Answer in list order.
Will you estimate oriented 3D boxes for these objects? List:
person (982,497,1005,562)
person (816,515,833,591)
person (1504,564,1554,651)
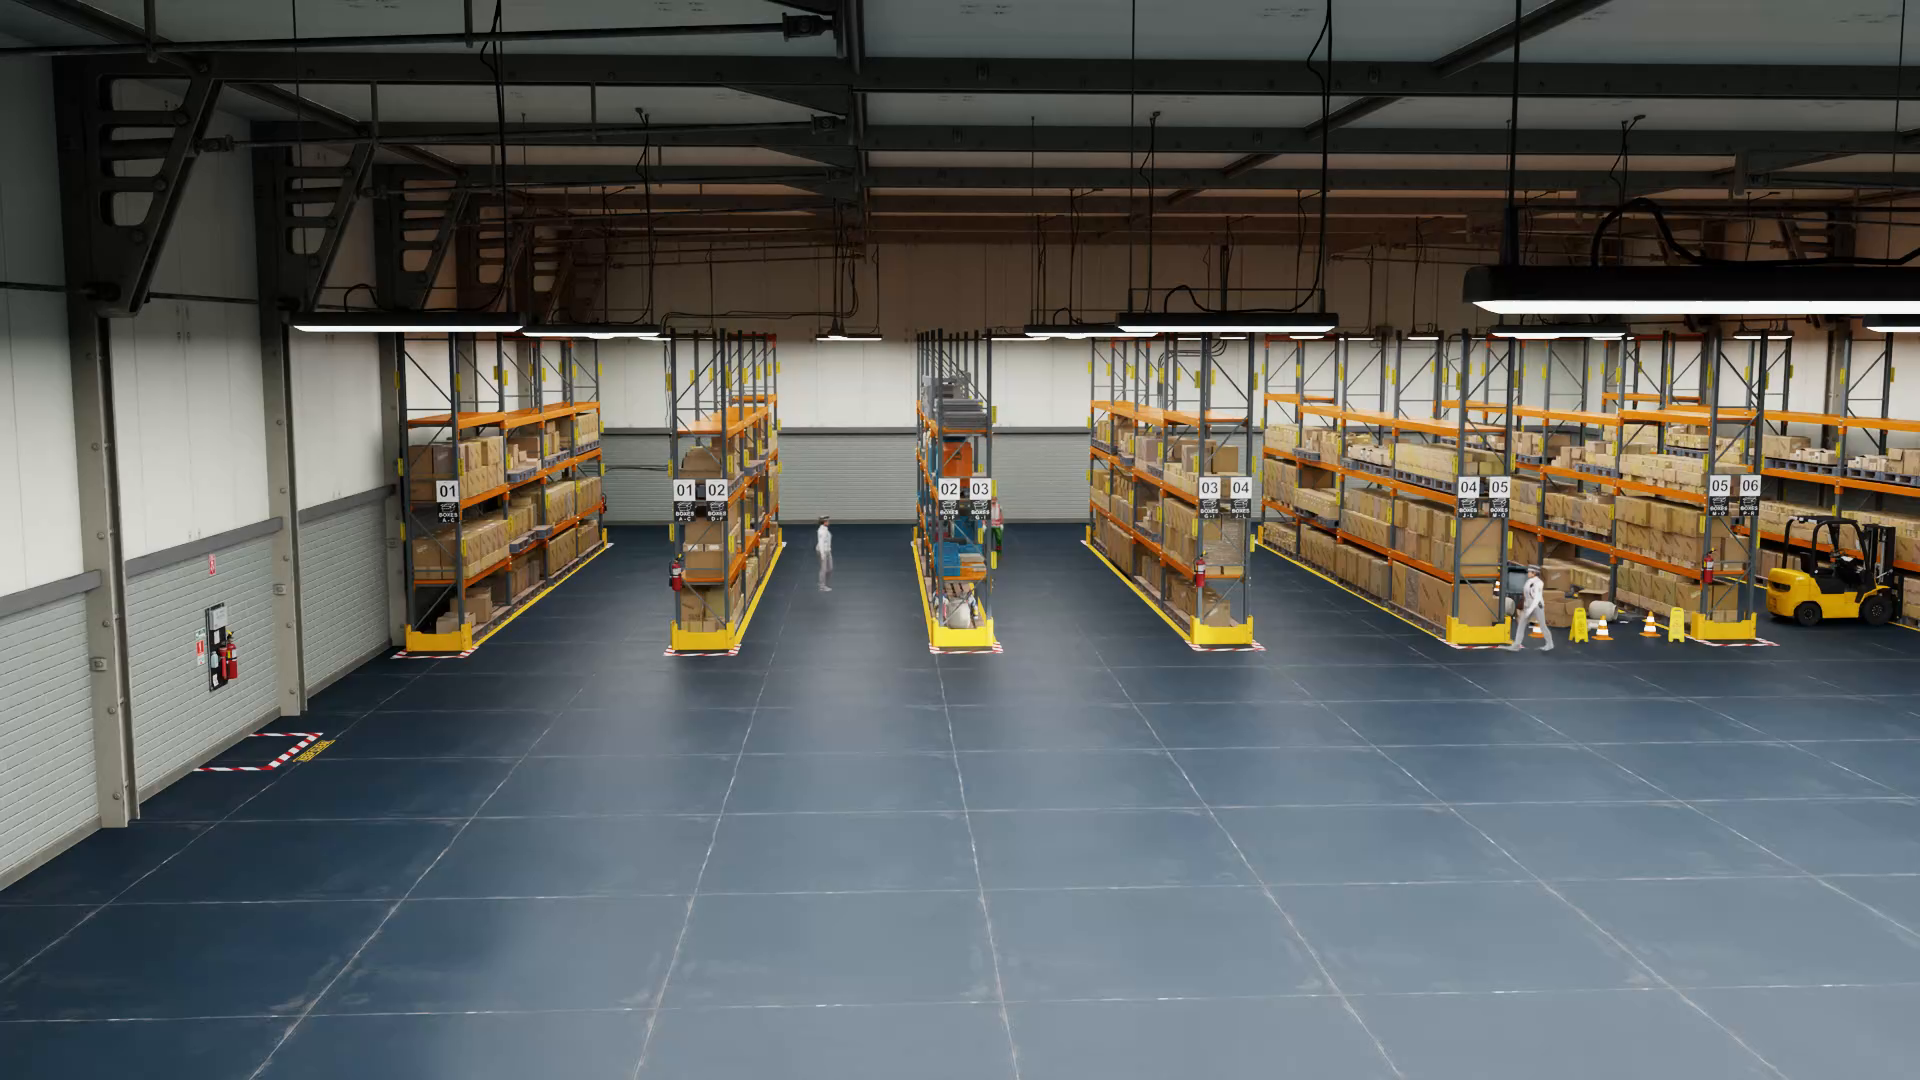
[{"bbox_3d":[0.883,-0.341,43.797,0.616,1.751,0.939,-1,7,-12],"label":"person"},{"bbox_3d":[-2.995,0.304,36.695,0.379,1.712,0.522,3,7,21],"label":"person"},{"bbox_3d":[10.621,1.261,30.857,0.972,1.627,0.465,-3,7,-25],"label":"person"}]
